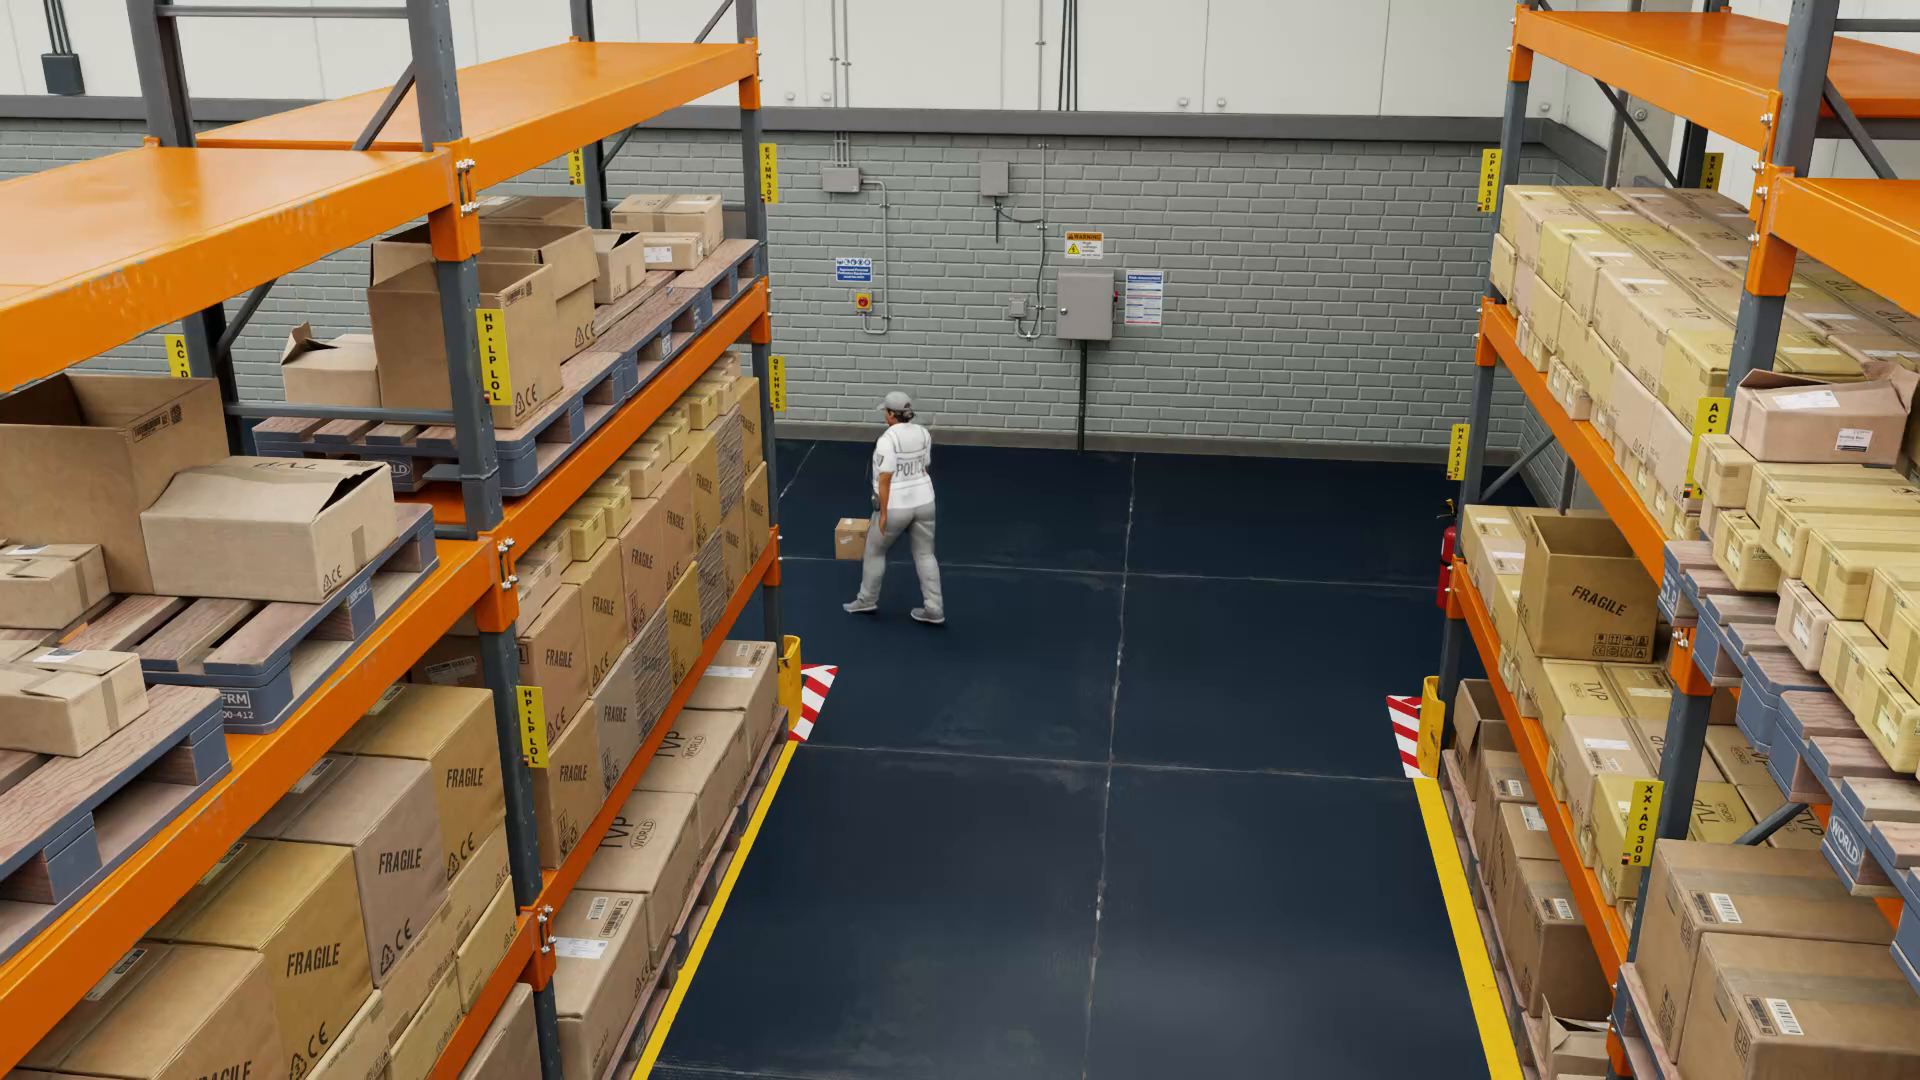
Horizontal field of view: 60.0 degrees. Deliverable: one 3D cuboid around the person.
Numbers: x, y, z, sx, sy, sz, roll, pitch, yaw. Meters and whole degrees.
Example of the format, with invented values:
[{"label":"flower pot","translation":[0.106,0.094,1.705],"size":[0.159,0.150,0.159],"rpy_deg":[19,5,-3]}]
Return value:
[{"label":"person","translation":[-0.433,-0.214,11.674],"size":[0.547,1.669,0.768],"rpy_deg":[-15,26,-34]}]
